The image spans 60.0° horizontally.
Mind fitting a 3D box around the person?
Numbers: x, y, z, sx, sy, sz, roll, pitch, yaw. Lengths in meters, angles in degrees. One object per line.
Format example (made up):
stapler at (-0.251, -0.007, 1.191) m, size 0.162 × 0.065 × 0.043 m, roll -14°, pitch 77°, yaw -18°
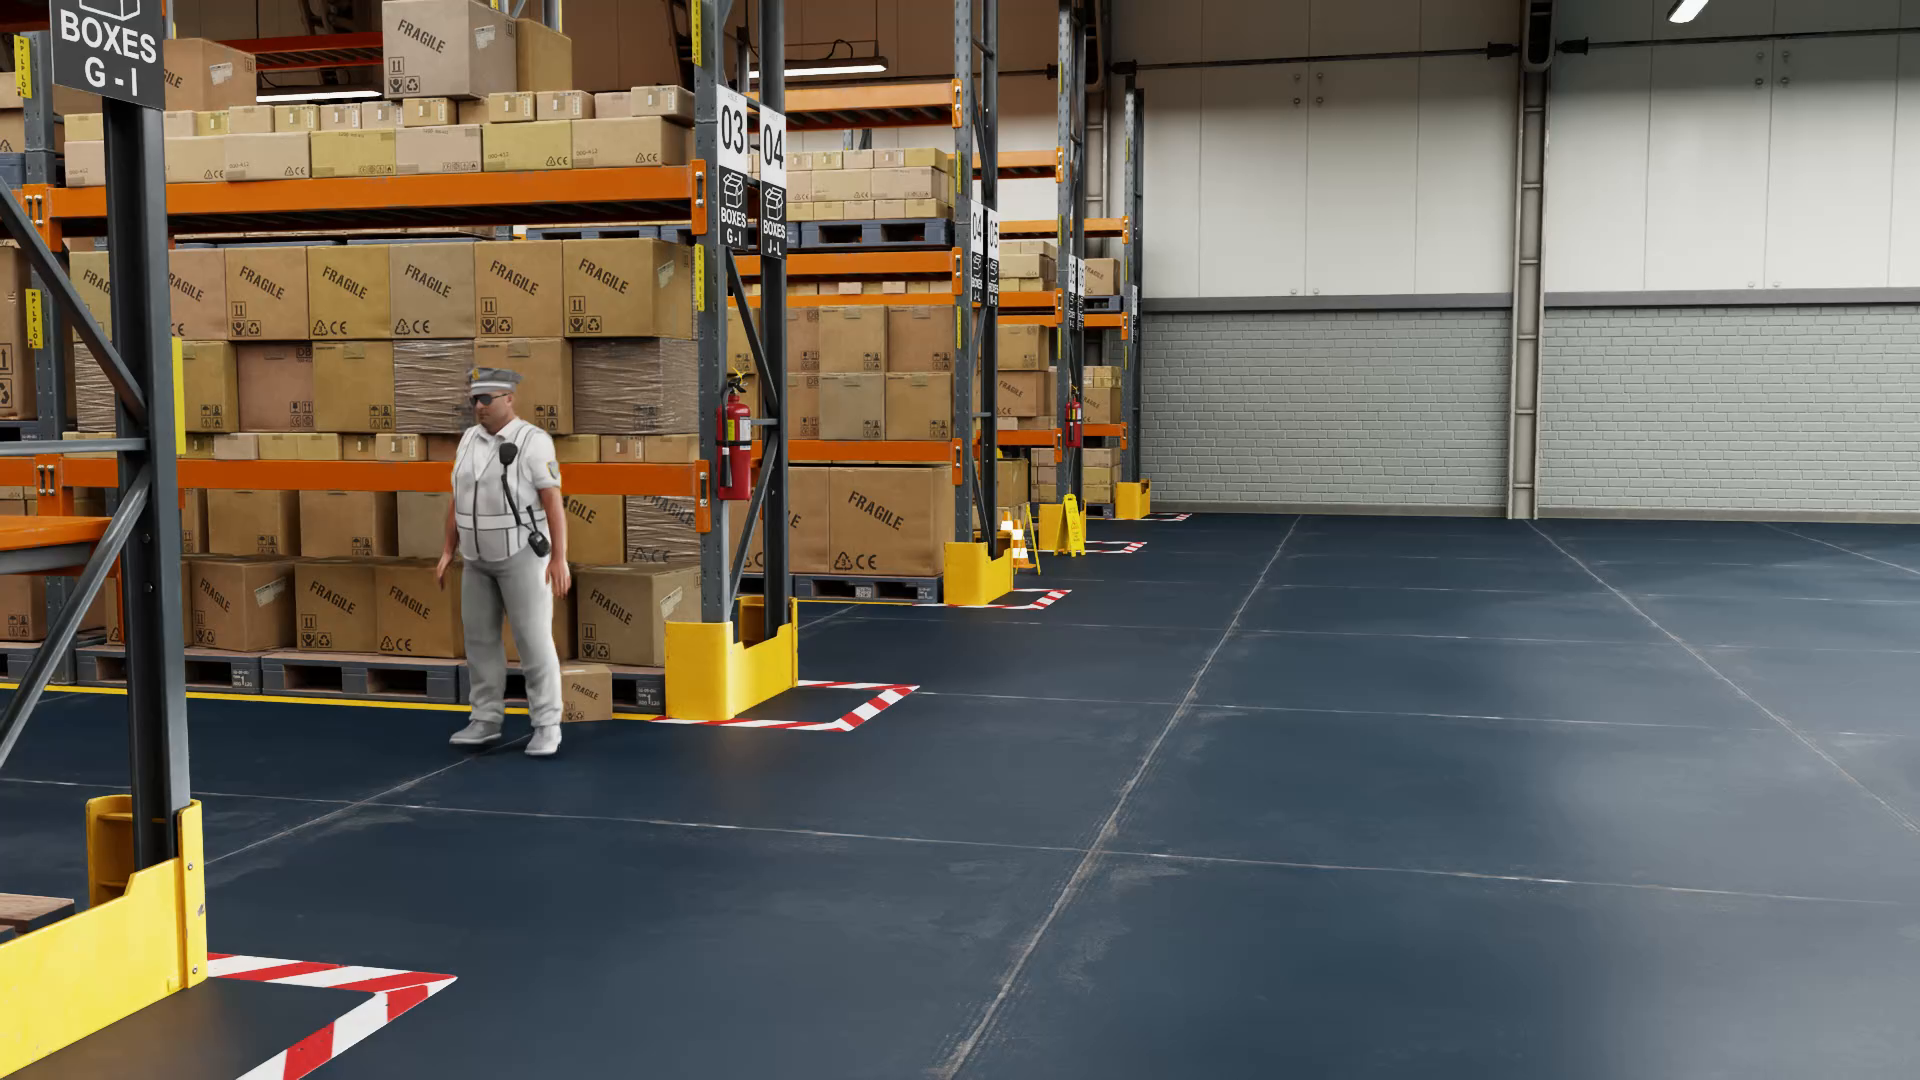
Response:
person at (-2.133, 0.083, 7.693) m, size 0.684 × 1.760 × 0.461 m, roll 2°, pitch 5°, yaw 23°
